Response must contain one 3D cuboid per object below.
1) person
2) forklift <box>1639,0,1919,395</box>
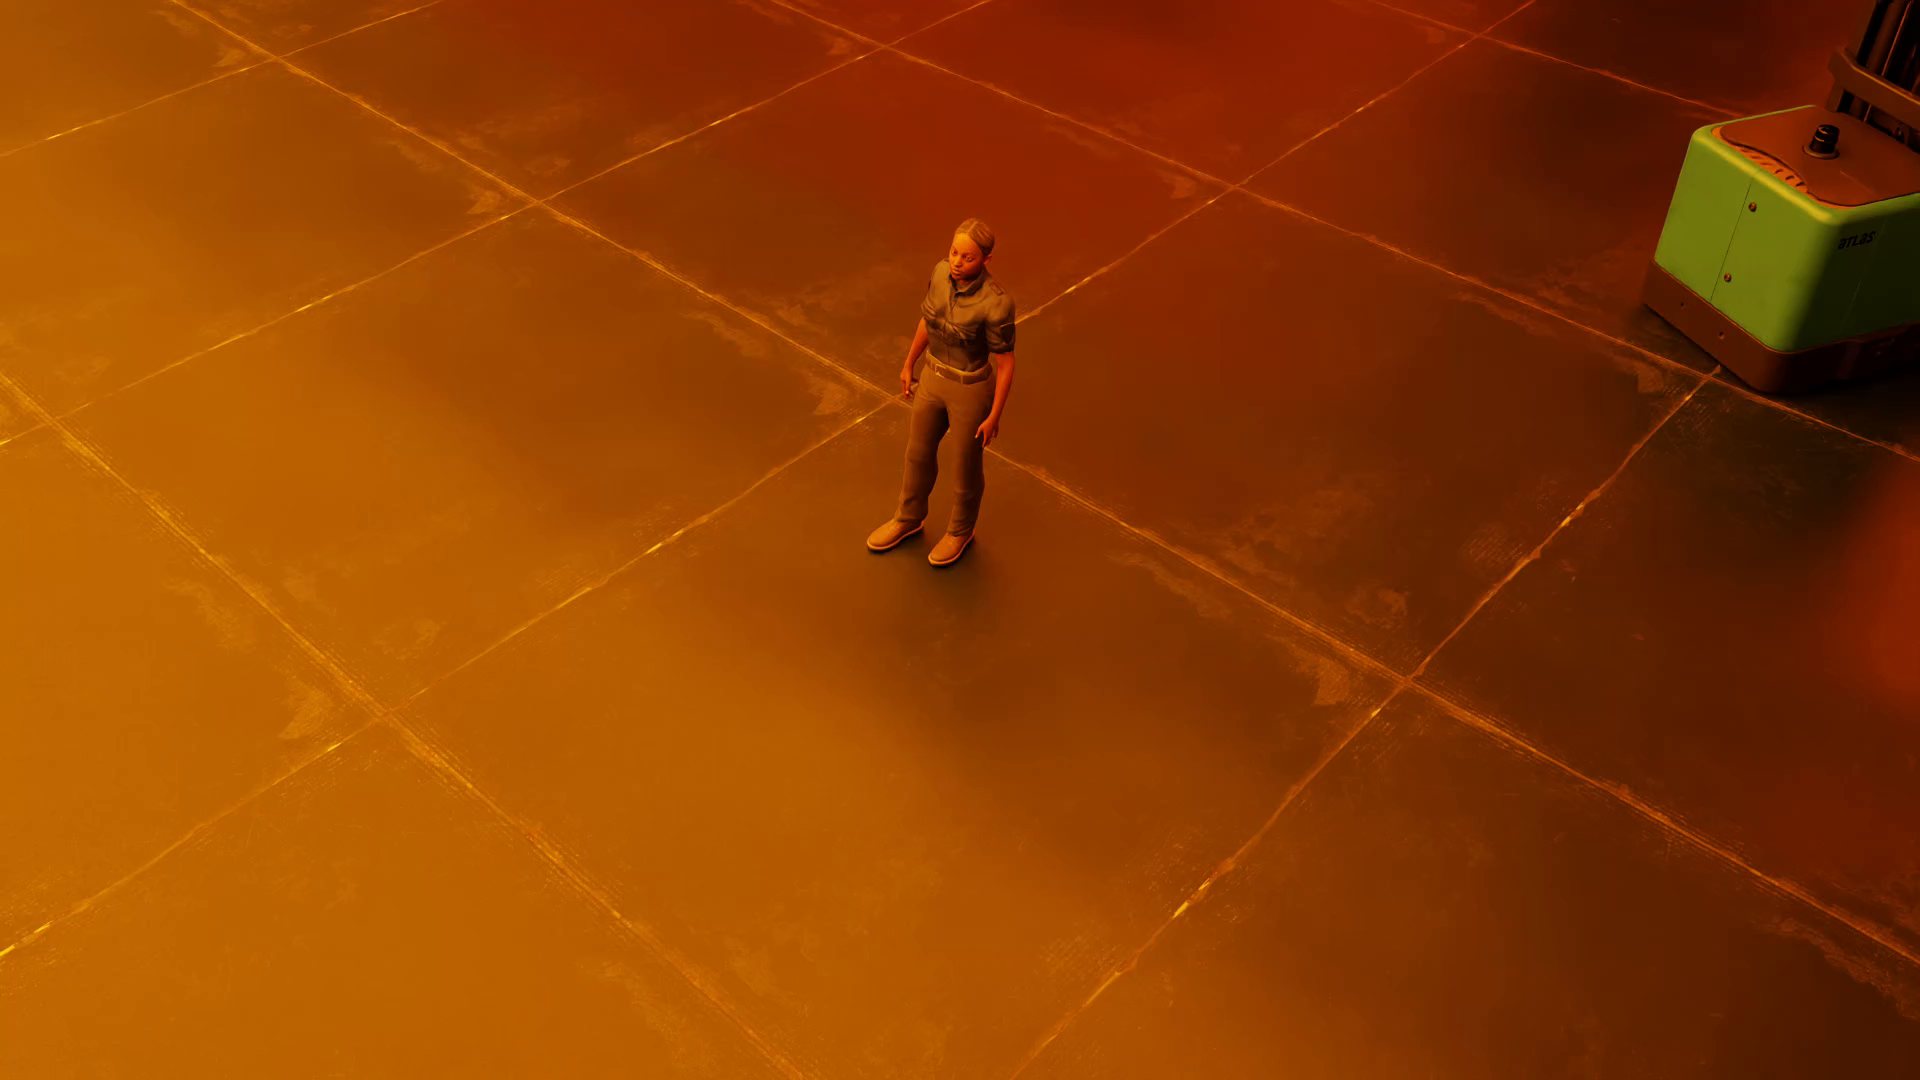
[{"bbox_3d":[-0.074,-0.600,7.097,0.569,1.654,0.504,31,49,31],"label":"person"},{"bbox_3d":[5.297,-2.453,8.288,3.031,2.935,1.130,-14,43,-16],"label":"forklift"}]
